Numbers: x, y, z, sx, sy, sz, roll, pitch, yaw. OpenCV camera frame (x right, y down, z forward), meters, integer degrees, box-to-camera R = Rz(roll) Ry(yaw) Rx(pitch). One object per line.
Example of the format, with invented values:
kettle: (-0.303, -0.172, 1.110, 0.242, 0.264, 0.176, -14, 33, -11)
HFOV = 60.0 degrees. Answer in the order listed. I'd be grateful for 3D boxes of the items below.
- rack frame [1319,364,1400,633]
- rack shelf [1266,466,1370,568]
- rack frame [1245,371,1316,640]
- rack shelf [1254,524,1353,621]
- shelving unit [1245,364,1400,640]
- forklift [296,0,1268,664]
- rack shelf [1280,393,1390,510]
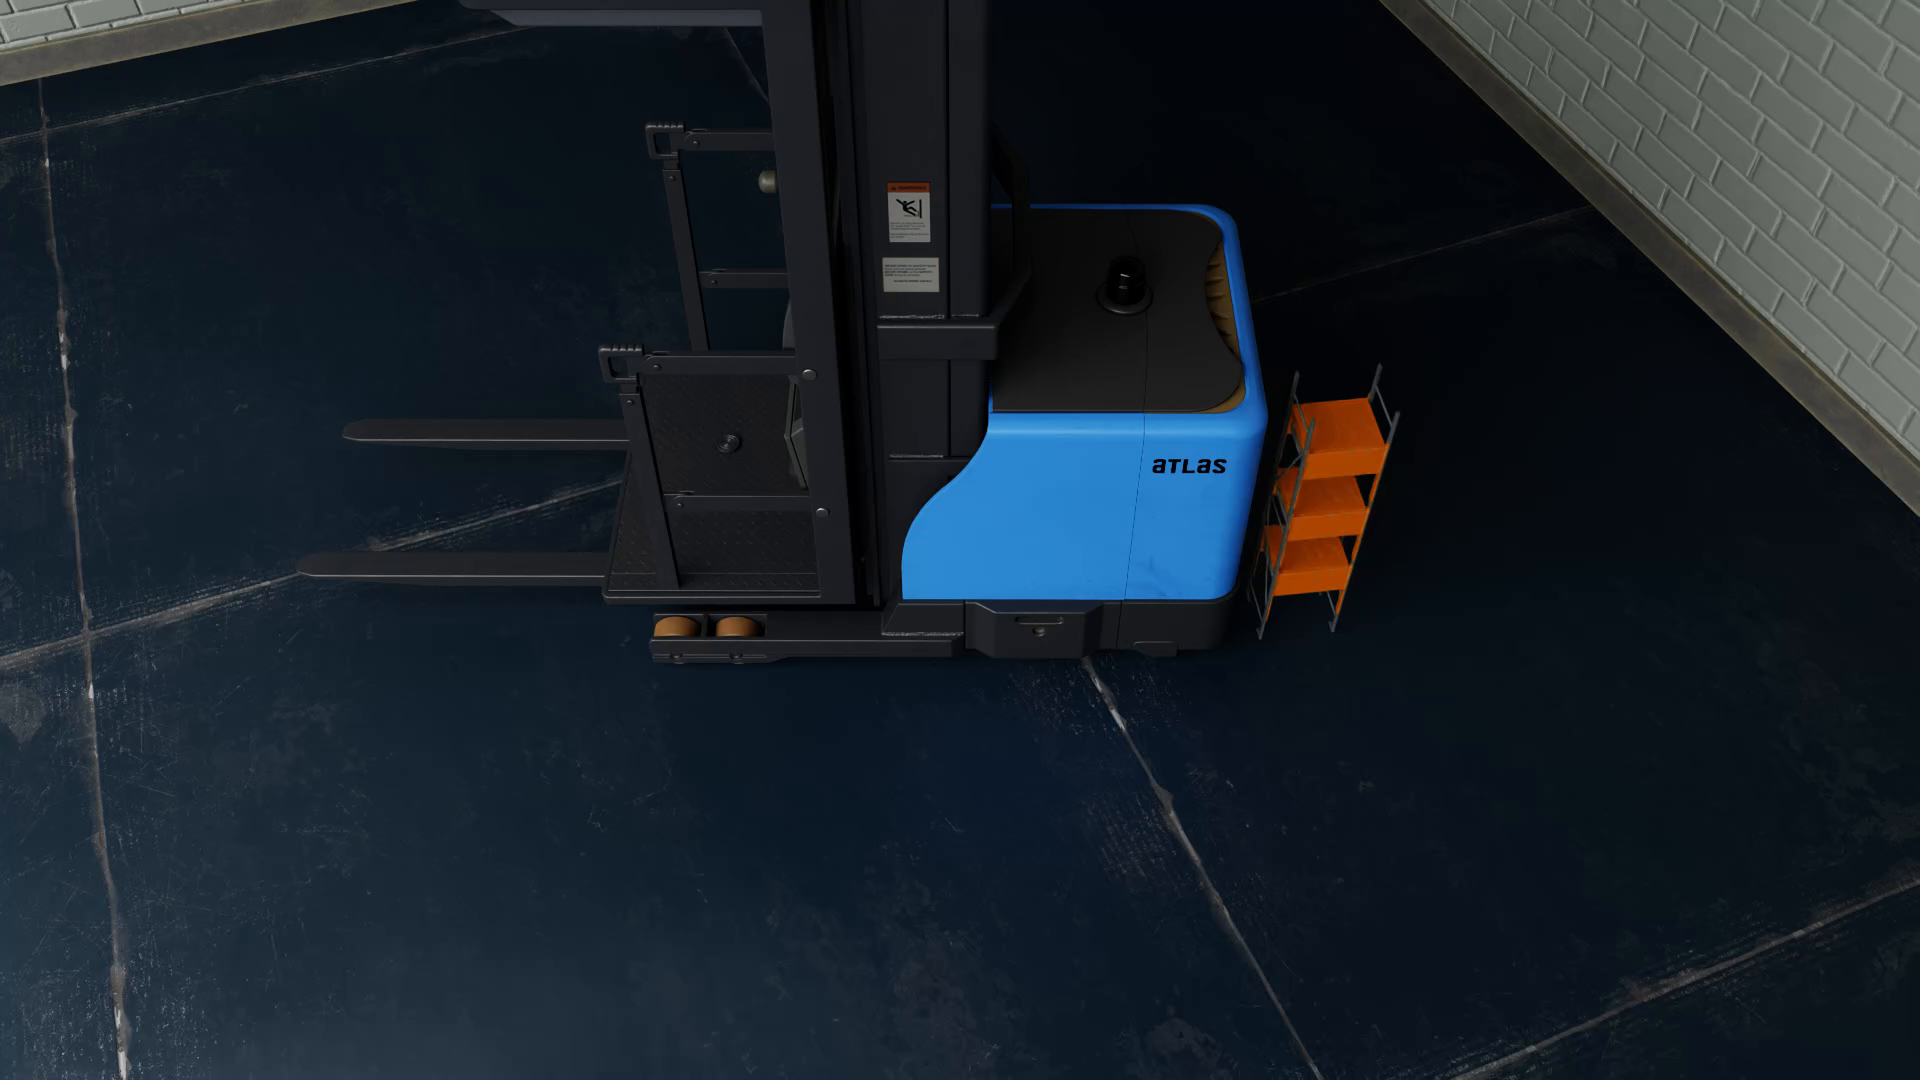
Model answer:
rack frame: (1.220, -0.102, 5.141, 0.008, 1.050, 0.200, -5, 51, -5)
rack shelf: (1.098, -0.083, 5.139, 0.240, 0.259, 0.215, -5, 51, -5)
rack frame: (0.977, -0.079, 5.121, 0.008, 1.050, 0.200, -5, 51, -5)
rack shelf: (1.098, 0.091, 5.355, 0.240, 0.259, 0.215, -5, 51, -5)
shelving unit: (1.099, -0.090, 5.131, 0.252, 1.050, 0.215, -5, 51, -5)
forklift: (-0.630, -0.956, 4.639, 3.031, 2.935, 1.130, 0, 49, 0)
rack shelf: (1.099, -0.262, 4.918, 0.240, 0.259, 0.215, -5, 51, -5)
